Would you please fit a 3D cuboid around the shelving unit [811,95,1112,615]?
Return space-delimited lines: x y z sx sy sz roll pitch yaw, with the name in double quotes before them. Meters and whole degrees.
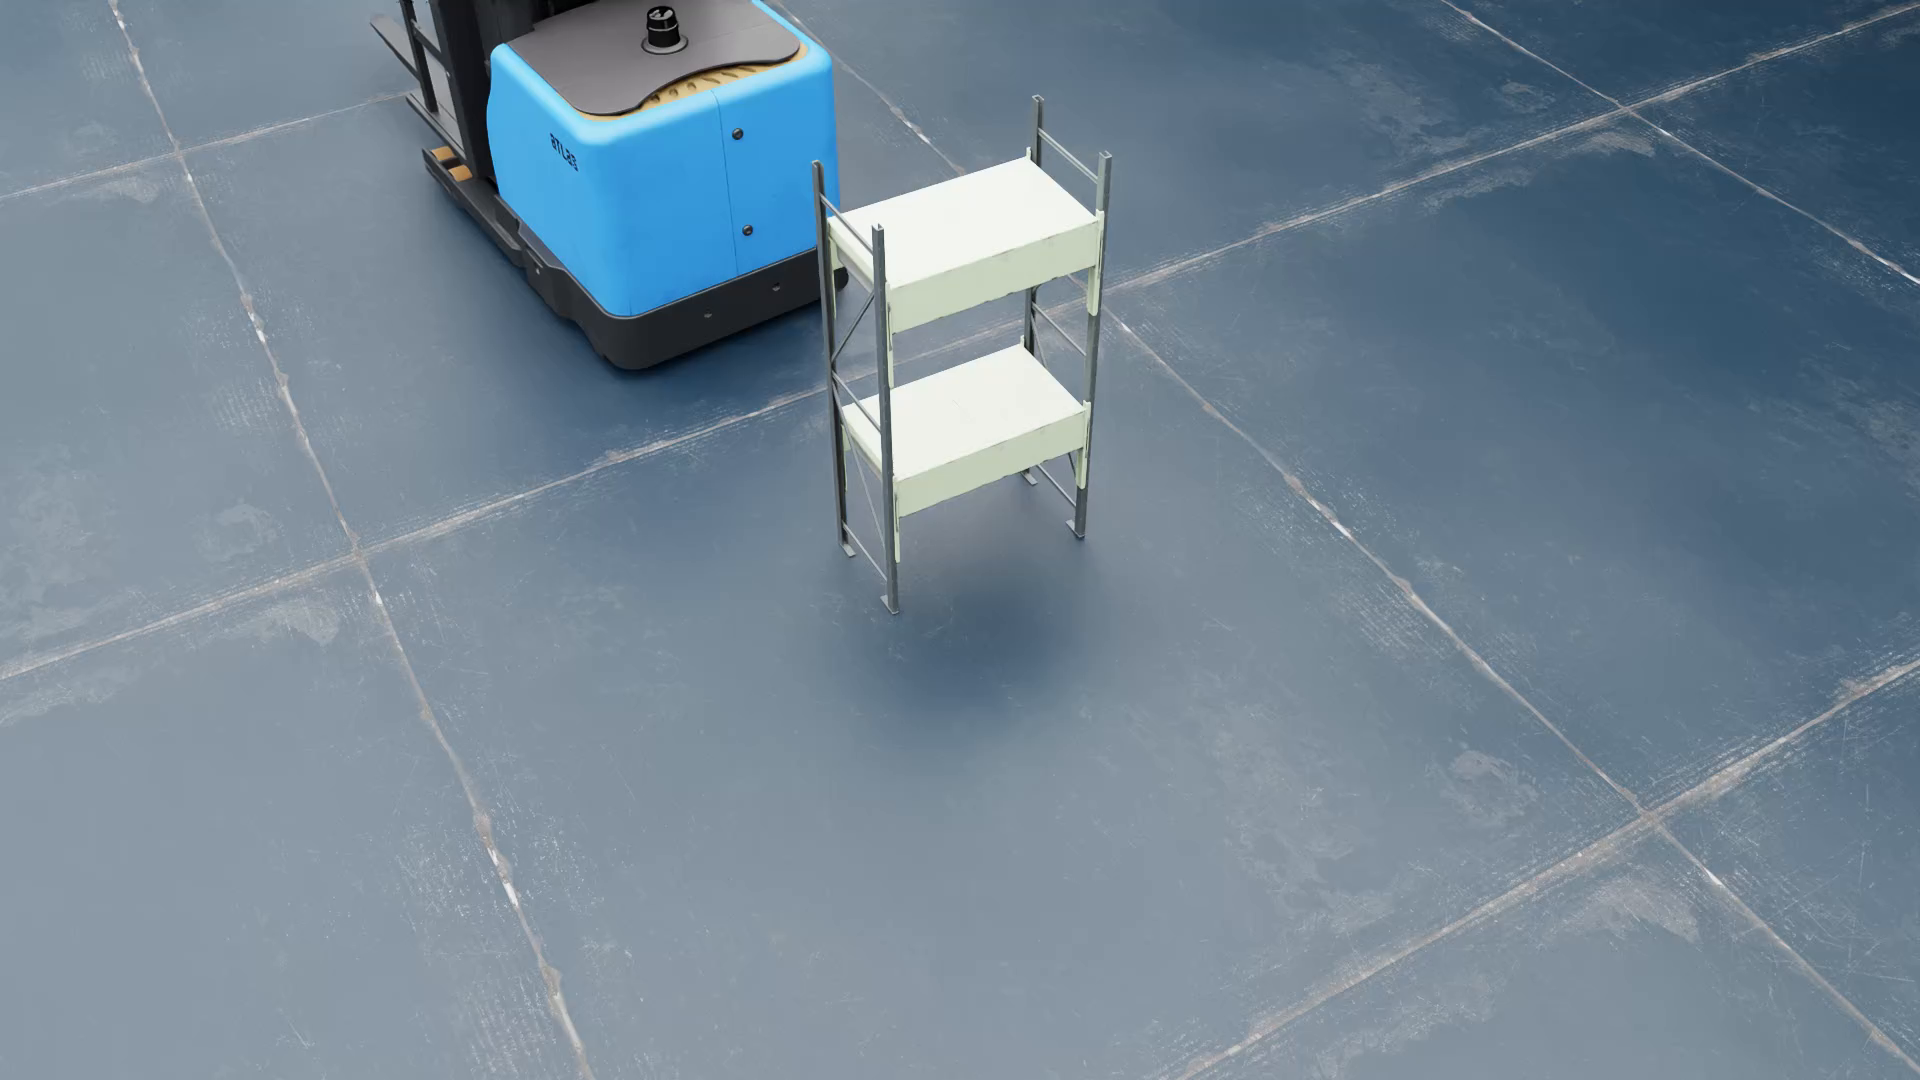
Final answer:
"shelving unit" 0.006 -0.541 5.230 0.755 1.500 0.431 -22 48 -21

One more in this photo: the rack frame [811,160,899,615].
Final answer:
"rack frame" -0.312 -0.414 5.099 0.023 1.500 0.400 -22 48 -21

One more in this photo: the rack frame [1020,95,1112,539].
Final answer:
"rack frame" 0.323 -0.668 5.361 0.023 1.500 0.400 -22 48 -21

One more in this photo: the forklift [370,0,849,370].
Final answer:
"forklift" -1.708 -2.689 6.416 1.130 2.935 3.031 -26 50 -24

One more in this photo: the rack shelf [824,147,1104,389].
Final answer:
"rack shelf" 0.006 -0.821 4.958 0.720 0.370 0.431 -22 48 -21

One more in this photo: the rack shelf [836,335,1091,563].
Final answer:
"rack shelf" 0.006 -0.307 5.457 0.720 0.370 0.431 -22 48 -21
